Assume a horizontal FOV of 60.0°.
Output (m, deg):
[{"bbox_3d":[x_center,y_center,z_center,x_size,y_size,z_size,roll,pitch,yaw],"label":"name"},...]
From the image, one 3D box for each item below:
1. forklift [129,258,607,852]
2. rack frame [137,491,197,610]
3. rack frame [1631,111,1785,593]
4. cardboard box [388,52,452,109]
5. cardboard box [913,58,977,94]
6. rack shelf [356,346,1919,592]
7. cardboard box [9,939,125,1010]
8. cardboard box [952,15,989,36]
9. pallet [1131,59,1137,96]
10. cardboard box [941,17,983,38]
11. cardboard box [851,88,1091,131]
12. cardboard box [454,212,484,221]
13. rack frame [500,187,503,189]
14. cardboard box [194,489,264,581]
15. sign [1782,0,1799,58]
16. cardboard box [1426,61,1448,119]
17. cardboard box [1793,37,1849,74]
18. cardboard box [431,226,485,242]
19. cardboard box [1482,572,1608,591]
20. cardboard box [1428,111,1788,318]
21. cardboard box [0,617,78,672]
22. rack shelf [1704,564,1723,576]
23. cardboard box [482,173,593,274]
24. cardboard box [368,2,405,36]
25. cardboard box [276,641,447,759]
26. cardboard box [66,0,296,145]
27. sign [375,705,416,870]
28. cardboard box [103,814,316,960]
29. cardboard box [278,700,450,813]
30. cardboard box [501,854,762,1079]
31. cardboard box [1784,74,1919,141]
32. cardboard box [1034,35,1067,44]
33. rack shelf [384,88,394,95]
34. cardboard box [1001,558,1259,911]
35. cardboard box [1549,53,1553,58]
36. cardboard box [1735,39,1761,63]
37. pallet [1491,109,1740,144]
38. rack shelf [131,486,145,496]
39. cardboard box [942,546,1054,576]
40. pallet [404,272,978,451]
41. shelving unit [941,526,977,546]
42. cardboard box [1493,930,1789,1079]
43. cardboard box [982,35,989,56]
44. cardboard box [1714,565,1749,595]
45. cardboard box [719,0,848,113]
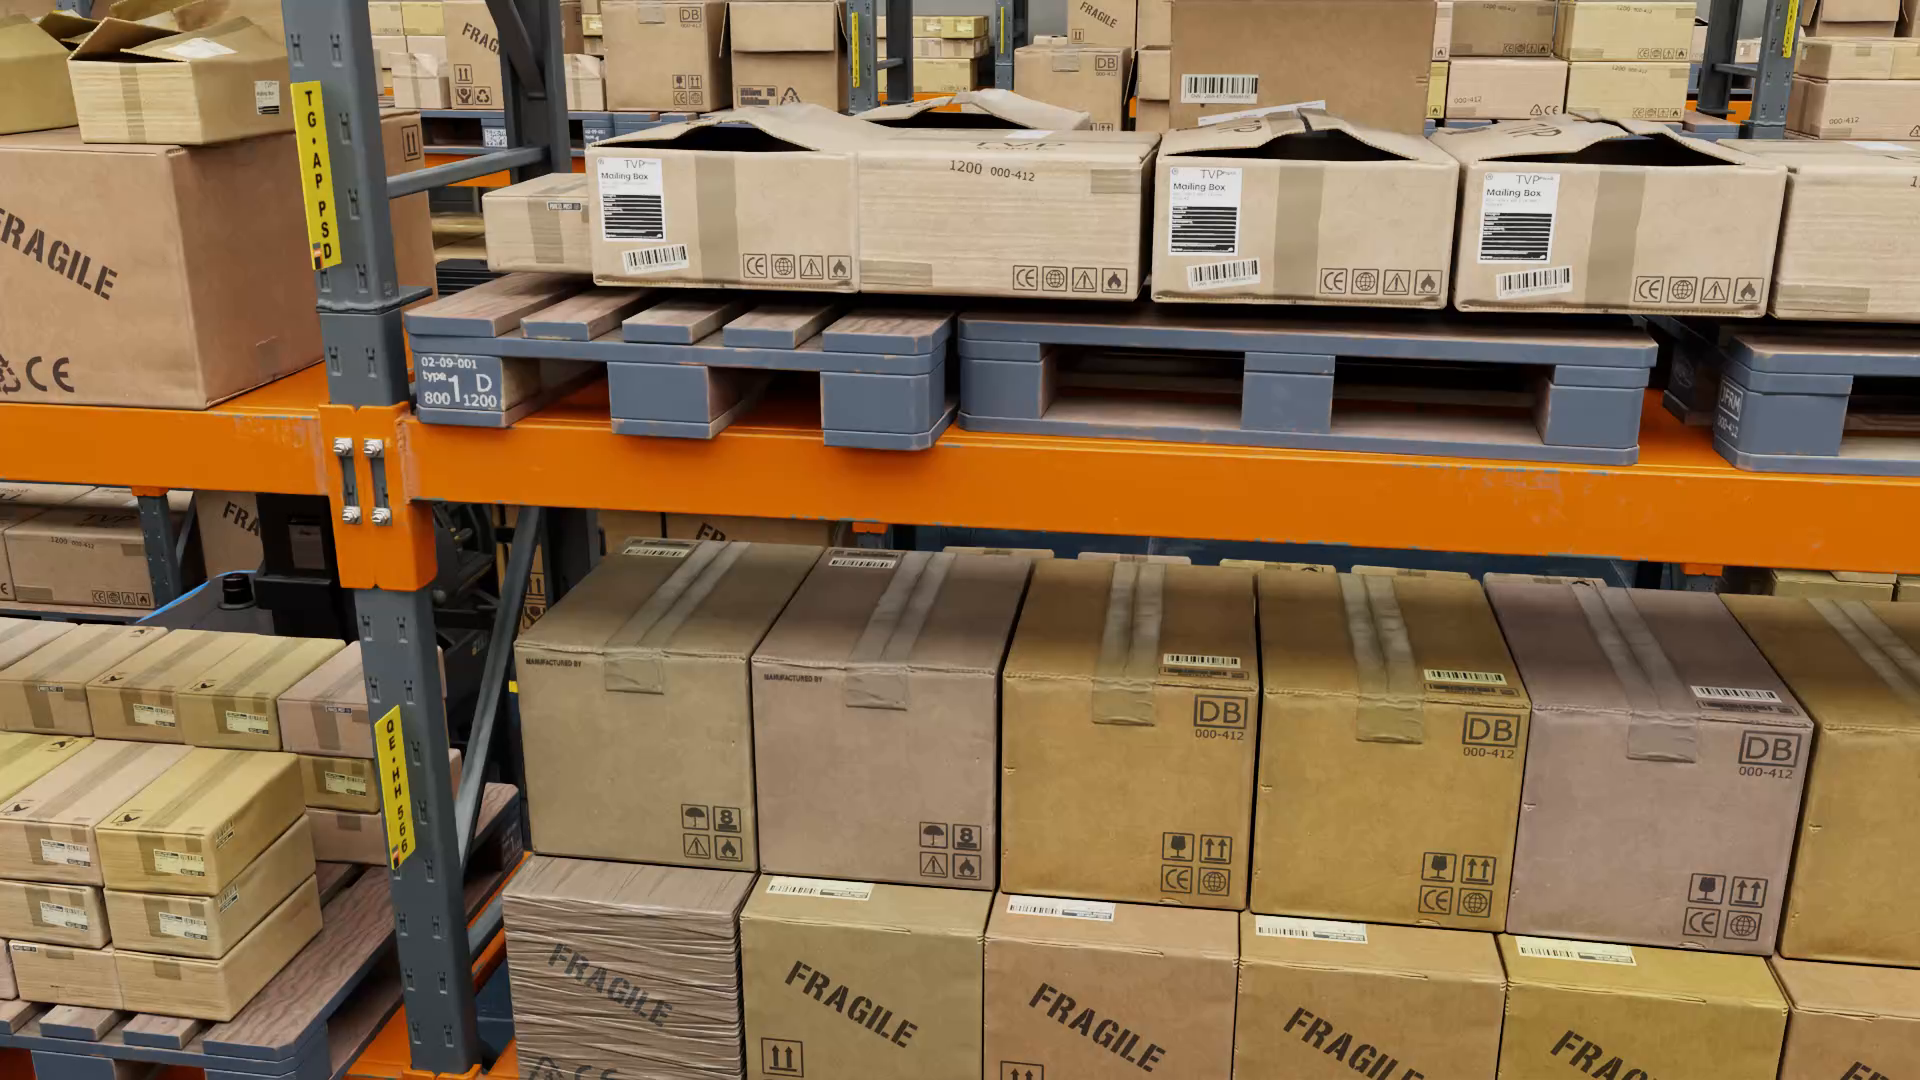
[{"bbox_3d":[-1.942,-0.016,6.732,3.031,2.935,1.130,3,19,9],"label":"forklift"},{"bbox_3d":[-4.331,-0.914,9.307,0.127,3.000,1.000,3,19,9],"label":"rack frame"},{"bbox_3d":[3.568,-0.511,8.104,0.127,3.000,1.000,3,19,9],"label":"rack frame"},{"bbox_3d":[-2.582,-2.270,8.183,0.258,0.266,0.396,4,19,13],"label":"cardboard box"},{"bbox_3d":[-0.143,-3.569,12.752,0.500,0.250,0.500,2,19,7],"label":"cardboard box"},{"bbox_3d":[0.908,-0.137,3.393,4.000,0.370,1.077,3,19,9],"label":"rack shelf"},{"bbox_3d":[-1.872,0.869,3.712,0.250,0.149,0.380,3,19,9],"label":"cardboard box"},{"bbox_3d":[0.082,-4.055,13.105,0.250,0.149,0.380,2,19,7],"label":"cardboard box"},{"bbox_3d":[1.086,-3.595,12.889,1.003,0.211,1.213,4,19,11],"label":"pallet"},{"bbox_3d":[0.016,-3.874,12.566,0.250,0.149,0.380,4,19,10],"label":"cardboard box"},{"bbox_3d":[0.013,-0.825,3.635,0.500,0.311,0.500,3,19,9],"label":"cardboard box"},{"bbox_3d":[-3.993,-2.649,14.259,0.500,0.250,0.500,3,19,8],"label":"cardboard box"},{"bbox_3d":[-3.547,-2.469,13.955,0.127,3.000,1.000,3,19,9],"label":"rack frame"},{"bbox_3d":[-3.706,-0.099,9.559,0.875,0.875,0.875,4,19,10],"label":"cardboard box"},{"bbox_3d":[3.483,-2.192,6.963,0.005,0.325,0.100,3,19,9],"label":"sign"},{"bbox_3d":[1.966,-2.099,7.696,0.500,0.250,0.500,3,19,9],"label":"cardboard box"},{"bbox_3d":[3.915,-2.245,7.698,0.250,0.149,0.380,3,19,10],"label":"cardboard box"},{"bbox_3d":[-2.841,-1.436,9.135,0.500,0.500,0.500,3,19,10],"label":"cardboard box"},{"bbox_3d":[3.050,0.510,8.531,0.625,0.372,0.950,3,19,9],"label":"cardboard box"},{"bbox_3d":[1.117,-0.602,2.967,0.500,0.311,0.500,2,19,7],"label":"cardboard box"},{"bbox_3d":[-2.529,0.344,4.344,0.250,0.149,0.380,4,19,11],"label":"cardboard box"},{"bbox_3d":[5.542,-0.070,7.917,4.000,0.370,1.077,3,19,9],"label":"rack shelf"},{"bbox_3d":[-0.763,-0.640,3.337,0.250,0.149,0.380,2,19,6],"label":"cardboard box"},{"bbox_3d":[-4.586,-4.171,13.295,0.500,0.250,0.500,3,19,8],"label":"cardboard box"},{"bbox_3d":[-1.497,0.397,4.186,0.250,0.149,0.380,3,19,9],"label":"cardboard box"},{"bbox_3d":[-1.508,-0.929,3.260,0.258,0.266,0.396,3,19,9],"label":"cardboard box"},{"bbox_3d":[-1.144,0.502,3.375,0.005,0.325,0.100,3,19,9],"label":"sign"},{"bbox_3d":[-1.627,0.740,3.630,0.250,0.149,0.380,3,19,10],"label":"cardboard box"},{"bbox_3d":[-1.512,0.535,4.242,0.250,0.149,0.380,4,19,11],"label":"cardboard box"},{"bbox_3d":[-0.667,0.903,3.719,0.500,0.500,0.500,3,19,9],"label":"cardboard box"},{"bbox_3d":[3.959,-1.896,7.282,0.500,0.250,0.500,3,19,7],"label":"cardboard box"},{"bbox_3d":[0.698,-3.713,12.496,0.250,0.166,0.380,3,19,9],"label":"cardboard box"},{"bbox_3d":[-5.522,-3.651,13.894,4.000,0.370,1.077,3,19,9],"label":"rack shelf"},{"bbox_3d":[0.381,0.398,3.654,0.500,0.500,0.700,3,19,8],"label":"cardboard box"},{"bbox_3d":[3.054,-2.217,8.048,0.500,0.250,0.500,2,19,7],"label":"cardboard box"},{"bbox_3d":[5.505,-3.460,11.766,0.250,0.149,0.380,3,19,10],"label":"cardboard box"},{"bbox_3d":[2.975,-1.909,7.850,1.003,0.211,1.213,3,19,9],"label":"pallet"},{"bbox_3d":[-6.306,-0.673,9.722,4.000,0.370,1.077,3,19,9],"label":"rack shelf"},{"bbox_3d":[0.175,0.366,8.962,0.625,0.372,0.950,2,19,5],"label":"cardboard box"},{"bbox_3d":[-0.423,-0.474,3.562,1.003,0.211,1.213,4,19,11],"label":"pallet"},{"bbox_3d":[-0.008,-0.427,11.162,0.210,0.900,0.258,3,19,9],"label":"shelving unit"},{"bbox_3d":[1.327,1.004,3.418,0.500,0.500,0.500,3,19,9],"label":"cardboard box"},{"bbox_3d":[0.079,-3.902,13.117,0.250,0.149,0.380,3,19,9],"label":"cardboard box"},{"bbox_3d":[4.195,0.184,8.517,0.500,0.500,0.500,3,19,8],"label":"cardboard box"},{"bbox_3d":[-0.778,-2.355,8.062,0.637,0.503,0.797,2,19,5],"label":"cardboard box"}]
